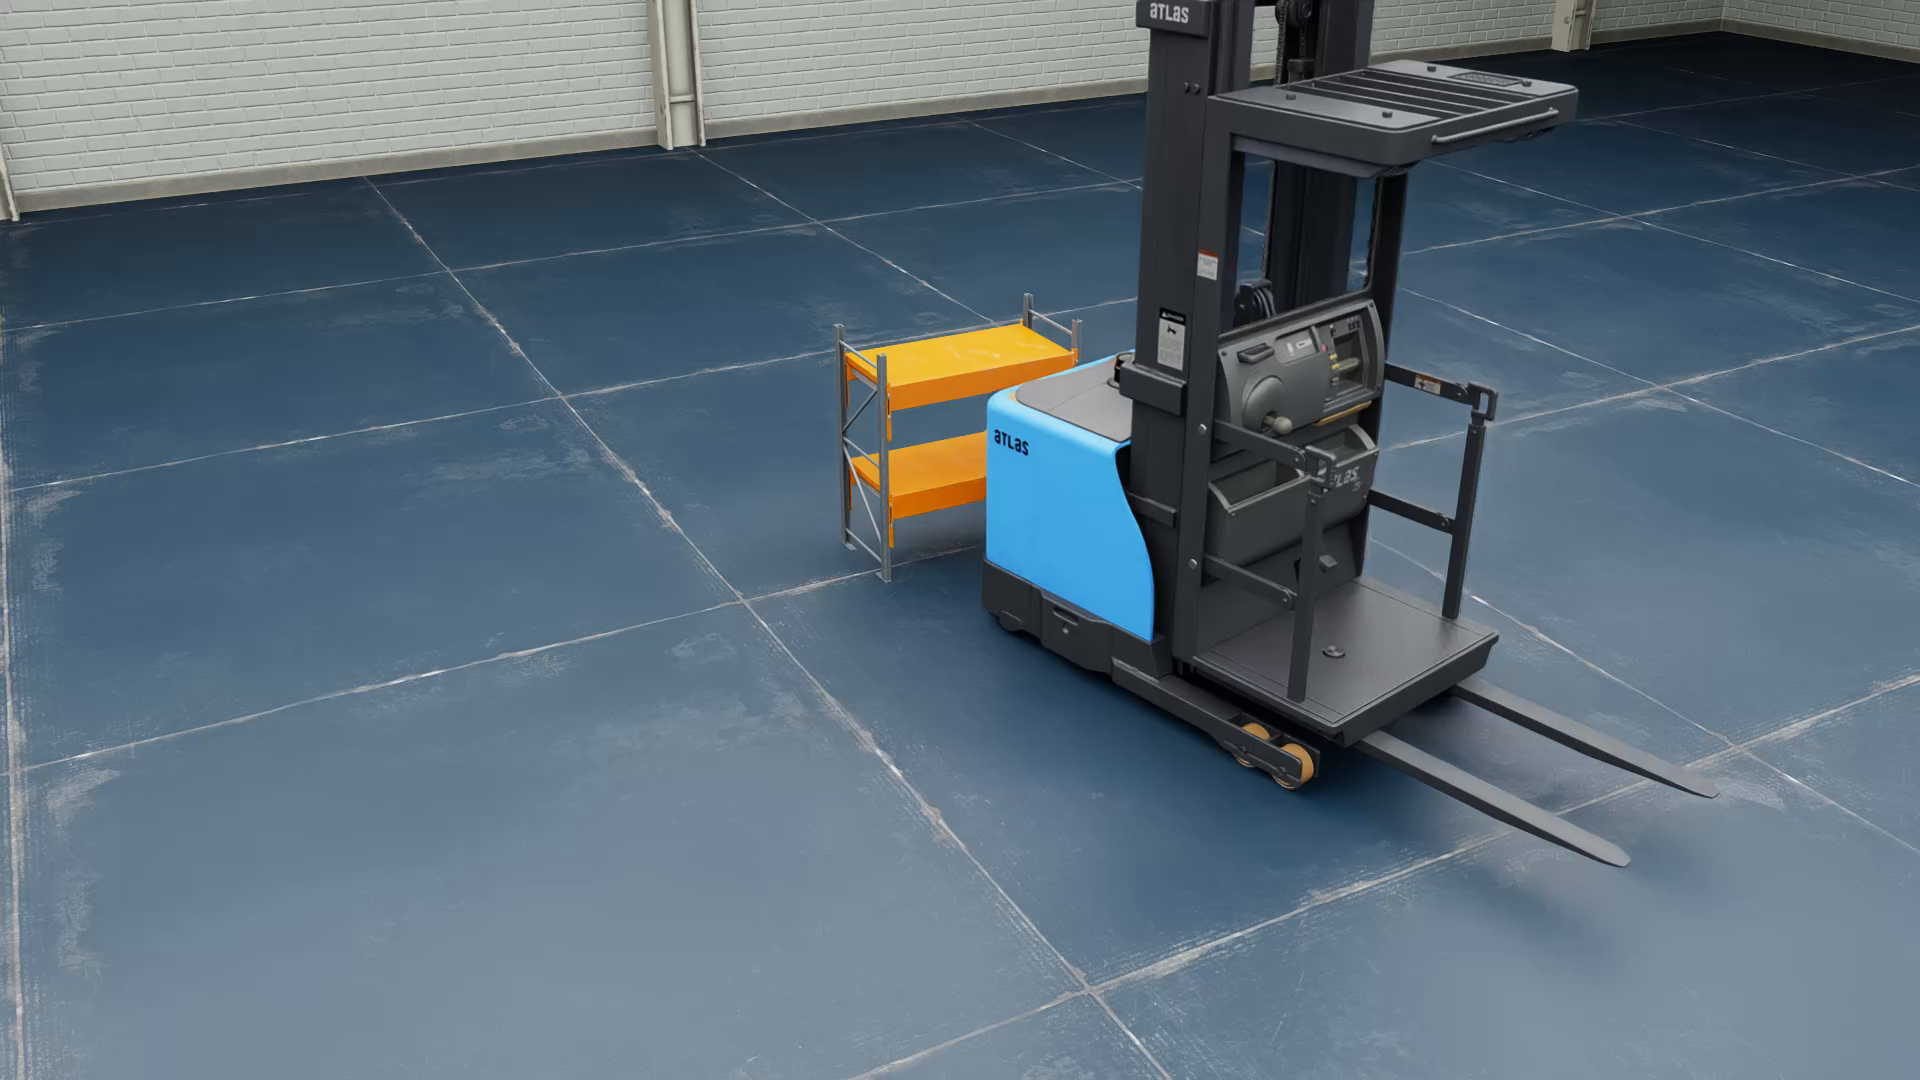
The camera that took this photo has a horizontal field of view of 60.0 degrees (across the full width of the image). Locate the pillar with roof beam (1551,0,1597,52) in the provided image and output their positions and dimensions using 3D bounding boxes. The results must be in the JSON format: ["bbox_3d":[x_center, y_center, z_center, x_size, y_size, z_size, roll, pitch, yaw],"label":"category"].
[{"bbox_3d":[9.879,-8.744,16.064,0.400,9.000,9.100,-13,29,-25],"label":"pillar with roof beam"}]

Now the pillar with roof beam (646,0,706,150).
[{"bbox_3d":[-0.710,-6.300,10.974,0.400,9.000,9.100,-13,29,-25],"label":"pillar with roof beam"}]

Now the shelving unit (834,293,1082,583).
[{"bbox_3d":[-0.006,-0.506,8.004,1.048,1.125,0.538,-13,29,-25],"label":"shelving unit"}]

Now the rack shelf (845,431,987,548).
[{"bbox_3d":[-0.006,-0.285,8.109,1.000,0.278,0.538,-13,29,-25],"label":"rack shelf"}]

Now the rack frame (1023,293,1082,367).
[{"bbox_3d":[0.443,-0.609,8.219,0.032,1.125,0.500,-13,29,-25],"label":"rack frame"}]

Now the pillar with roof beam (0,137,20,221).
[{"bbox_3d":[-6.004,-5.078,8.429,0.400,9.000,9.100,-13,29,-25],"label":"pillar with roof beam"}]

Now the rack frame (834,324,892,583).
[{"bbox_3d":[-0.455,-0.402,7.788,0.032,1.125,0.500,-13,29,-25],"label":"rack frame"}]

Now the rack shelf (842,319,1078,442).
[{"bbox_3d":[-0.006,-0.770,7.877,1.000,0.278,0.538,-13,29,-25],"label":"rack shelf"}]

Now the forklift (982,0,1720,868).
[{"bbox_3d":[1.446,-0.629,6.174,1.130,2.935,3.031,-21,33,-36],"label":"forklift"}]
